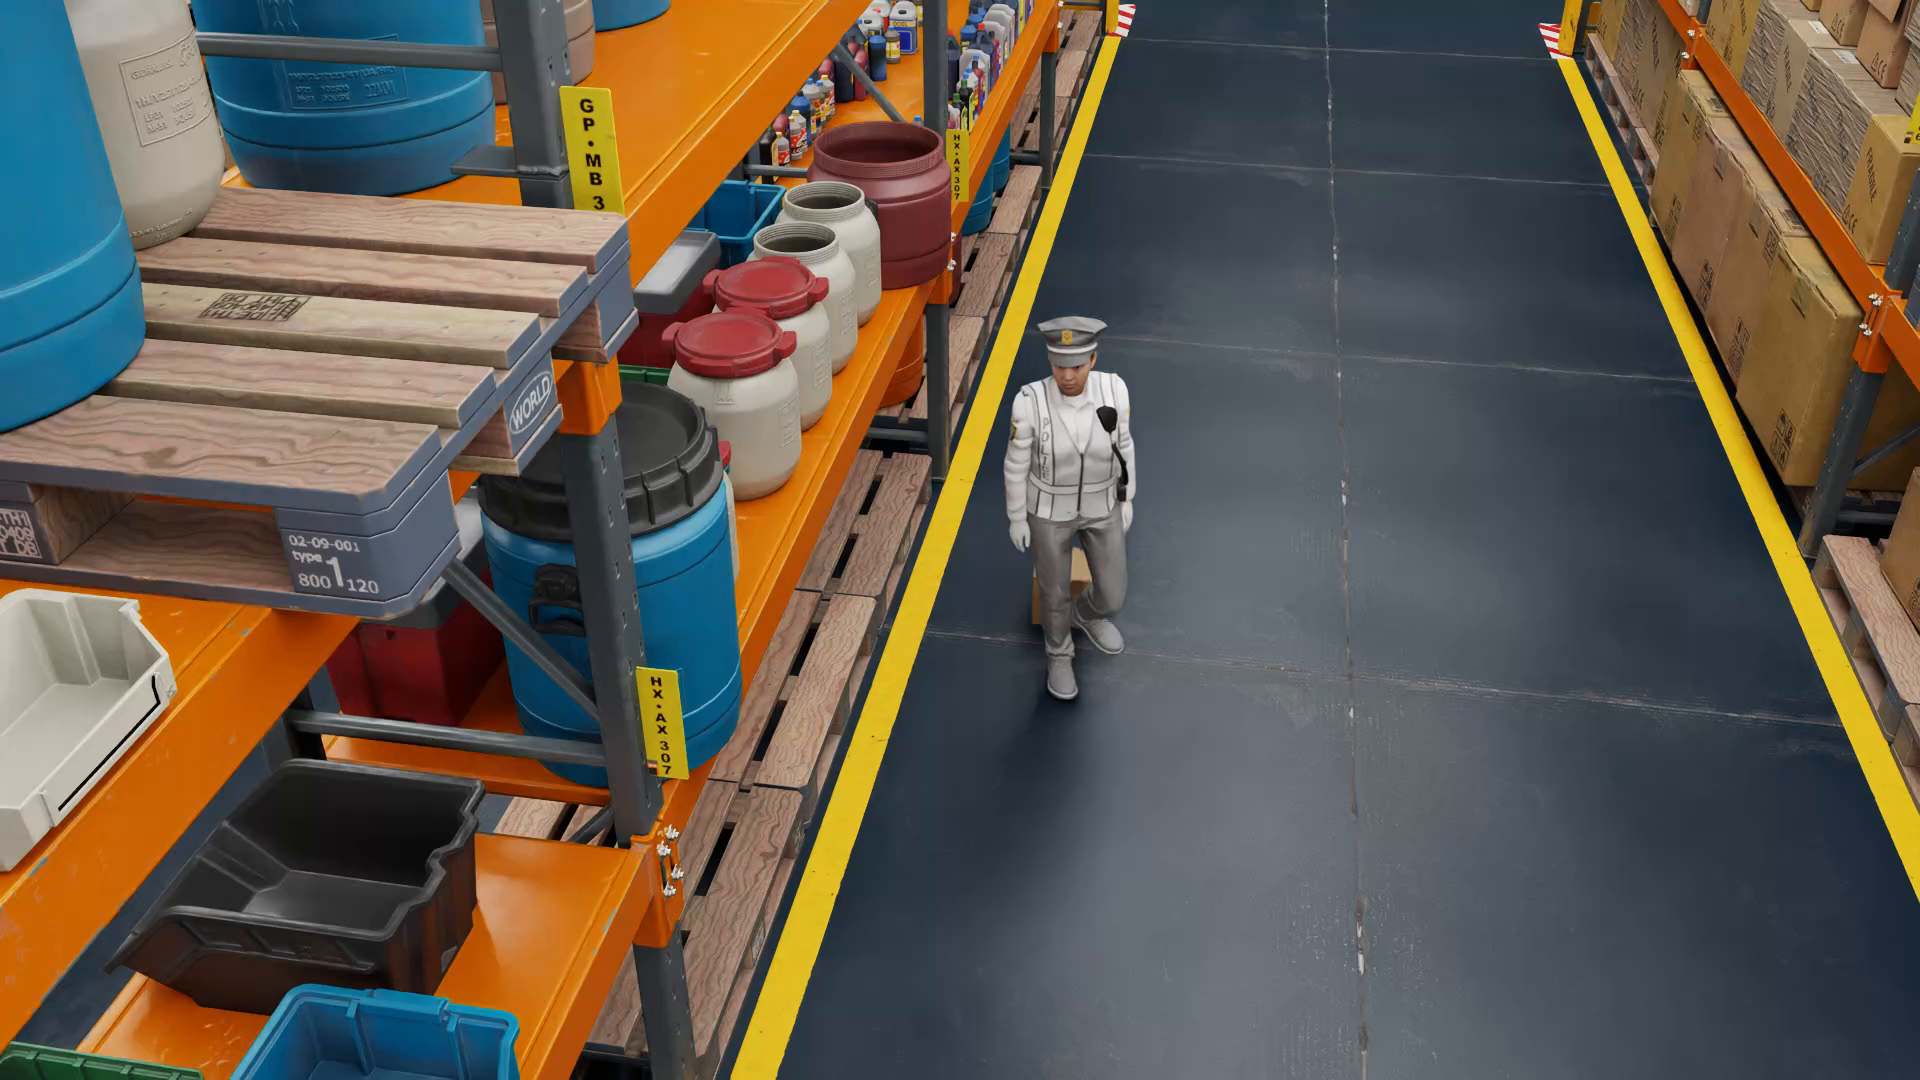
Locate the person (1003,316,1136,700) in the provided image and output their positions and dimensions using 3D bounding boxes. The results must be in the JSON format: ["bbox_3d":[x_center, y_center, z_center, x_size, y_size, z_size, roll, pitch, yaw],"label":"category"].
[{"bbox_3d":[0.419,-0.132,6.312,0.527,1.667,0.469,-4,33,-6],"label":"person"}]
